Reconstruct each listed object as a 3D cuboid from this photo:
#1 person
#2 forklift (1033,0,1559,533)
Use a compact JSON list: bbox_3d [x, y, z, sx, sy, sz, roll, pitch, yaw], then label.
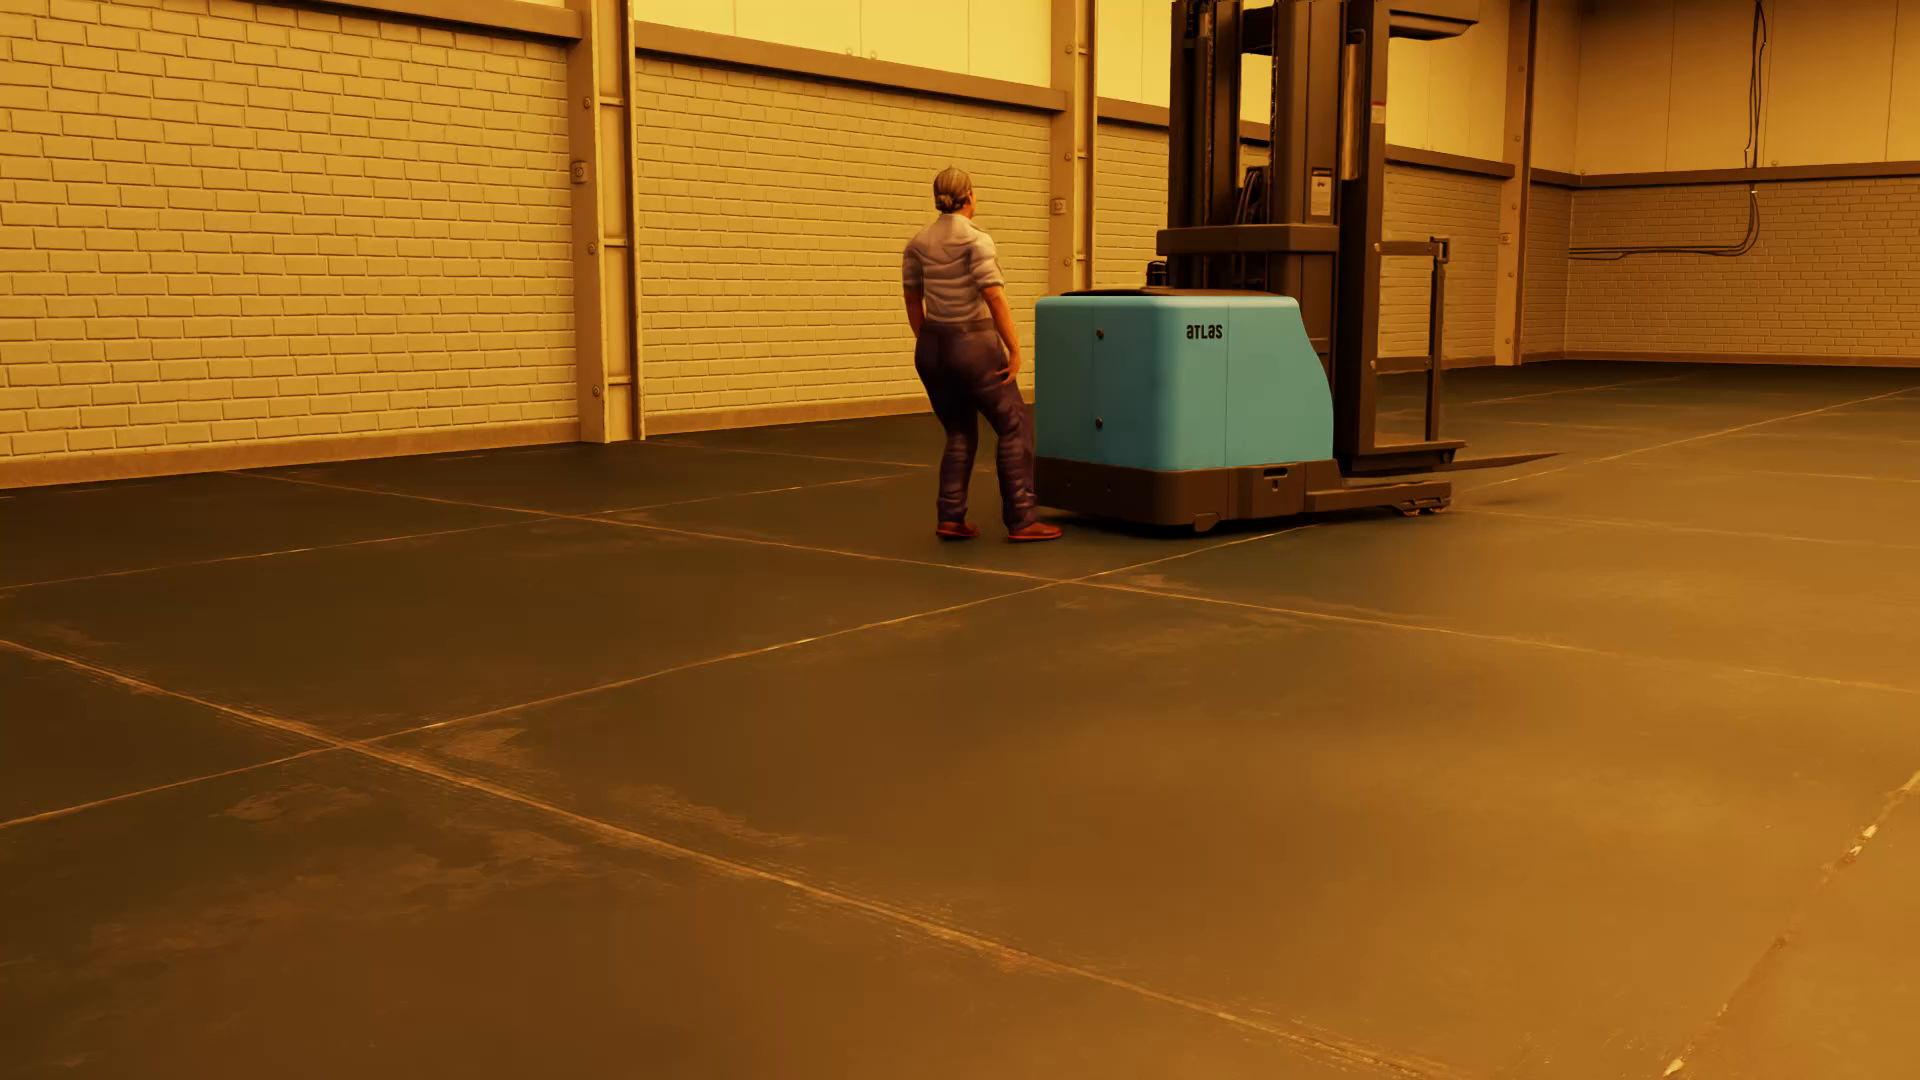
[{"bbox_3d":[0.085,-0.813,7.405,0.630,1.643,0.521,8,11,42],"label":"person"},{"bbox_3d":[1.850,-1.623,8.372,3.031,2.935,1.130,-6,10,-34],"label":"forklift"}]
